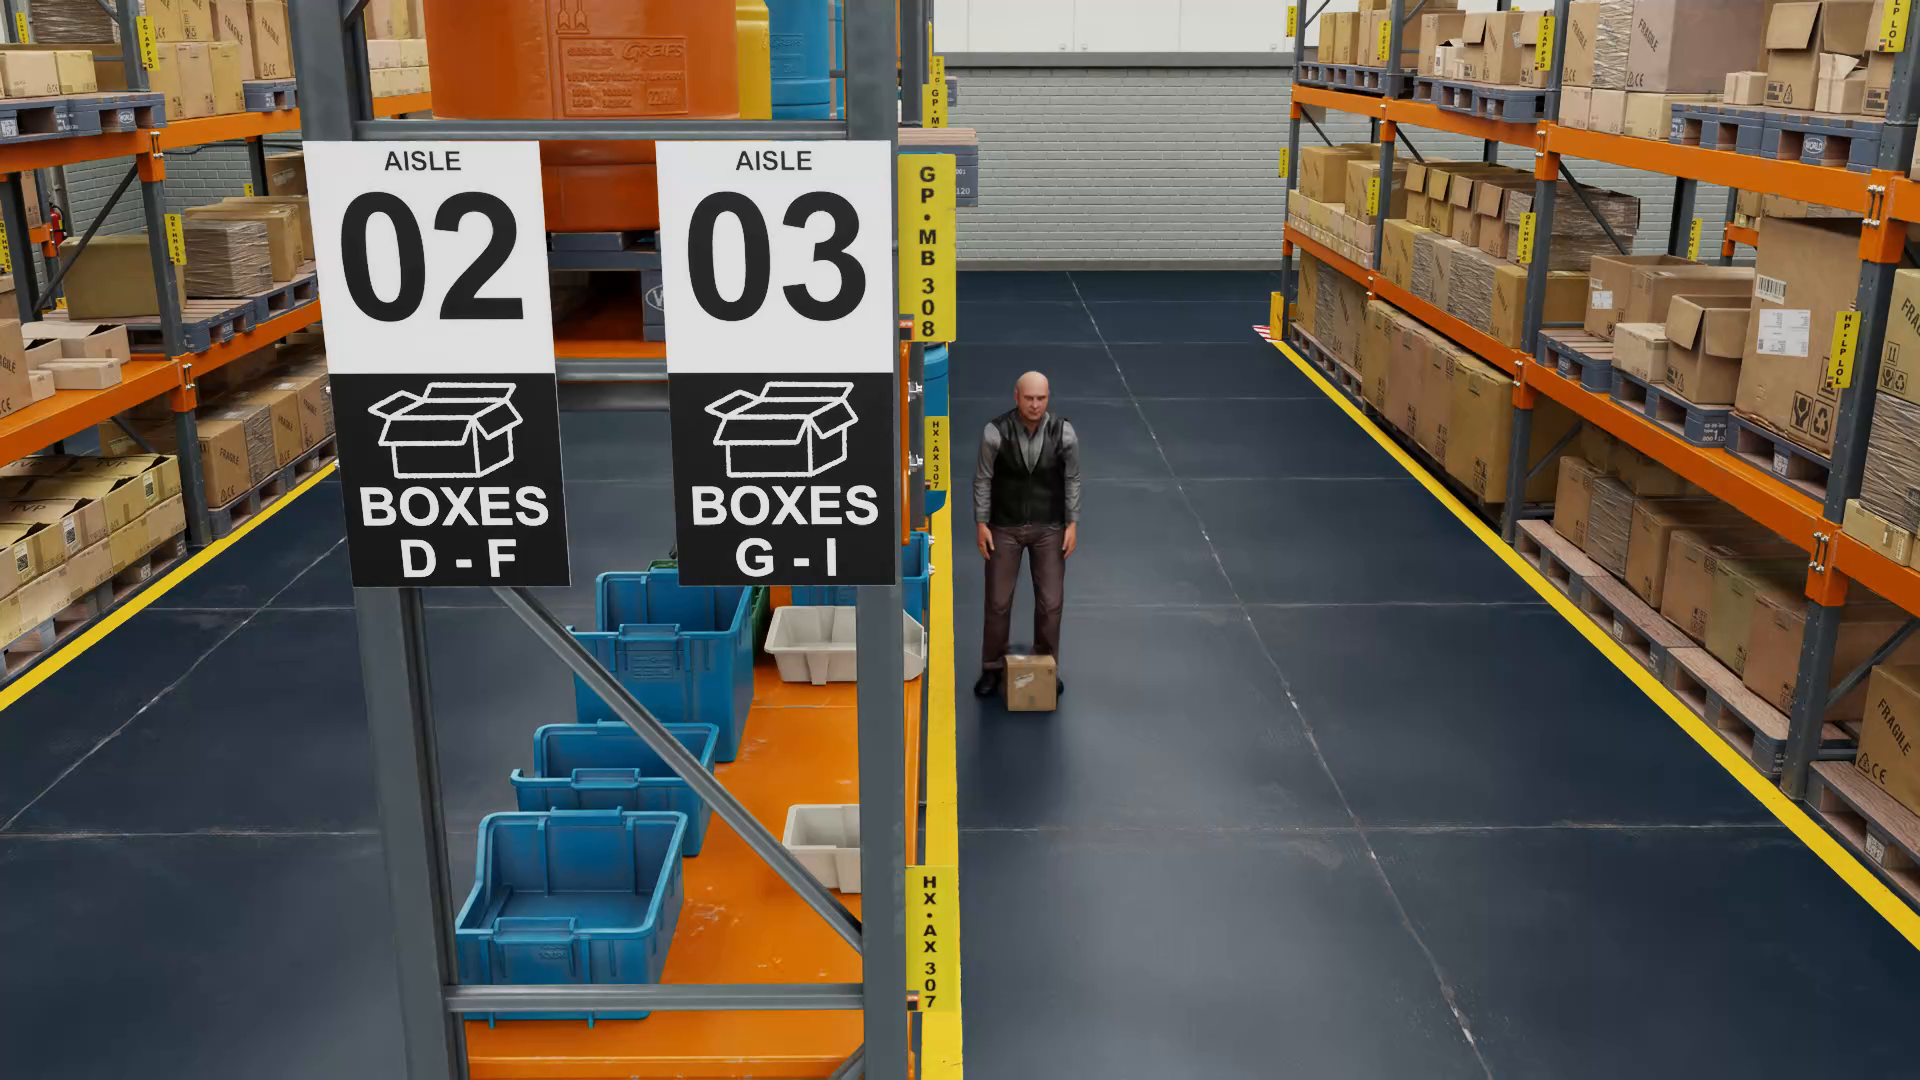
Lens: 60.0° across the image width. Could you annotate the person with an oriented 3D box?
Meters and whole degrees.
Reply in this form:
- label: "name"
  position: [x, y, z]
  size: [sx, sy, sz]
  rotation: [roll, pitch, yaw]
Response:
- label: "person"
  position: [0.351, -0.050, 8.749]
  size: [0.570, 1.721, 0.418]
  rotation: [-1, 17, -3]
